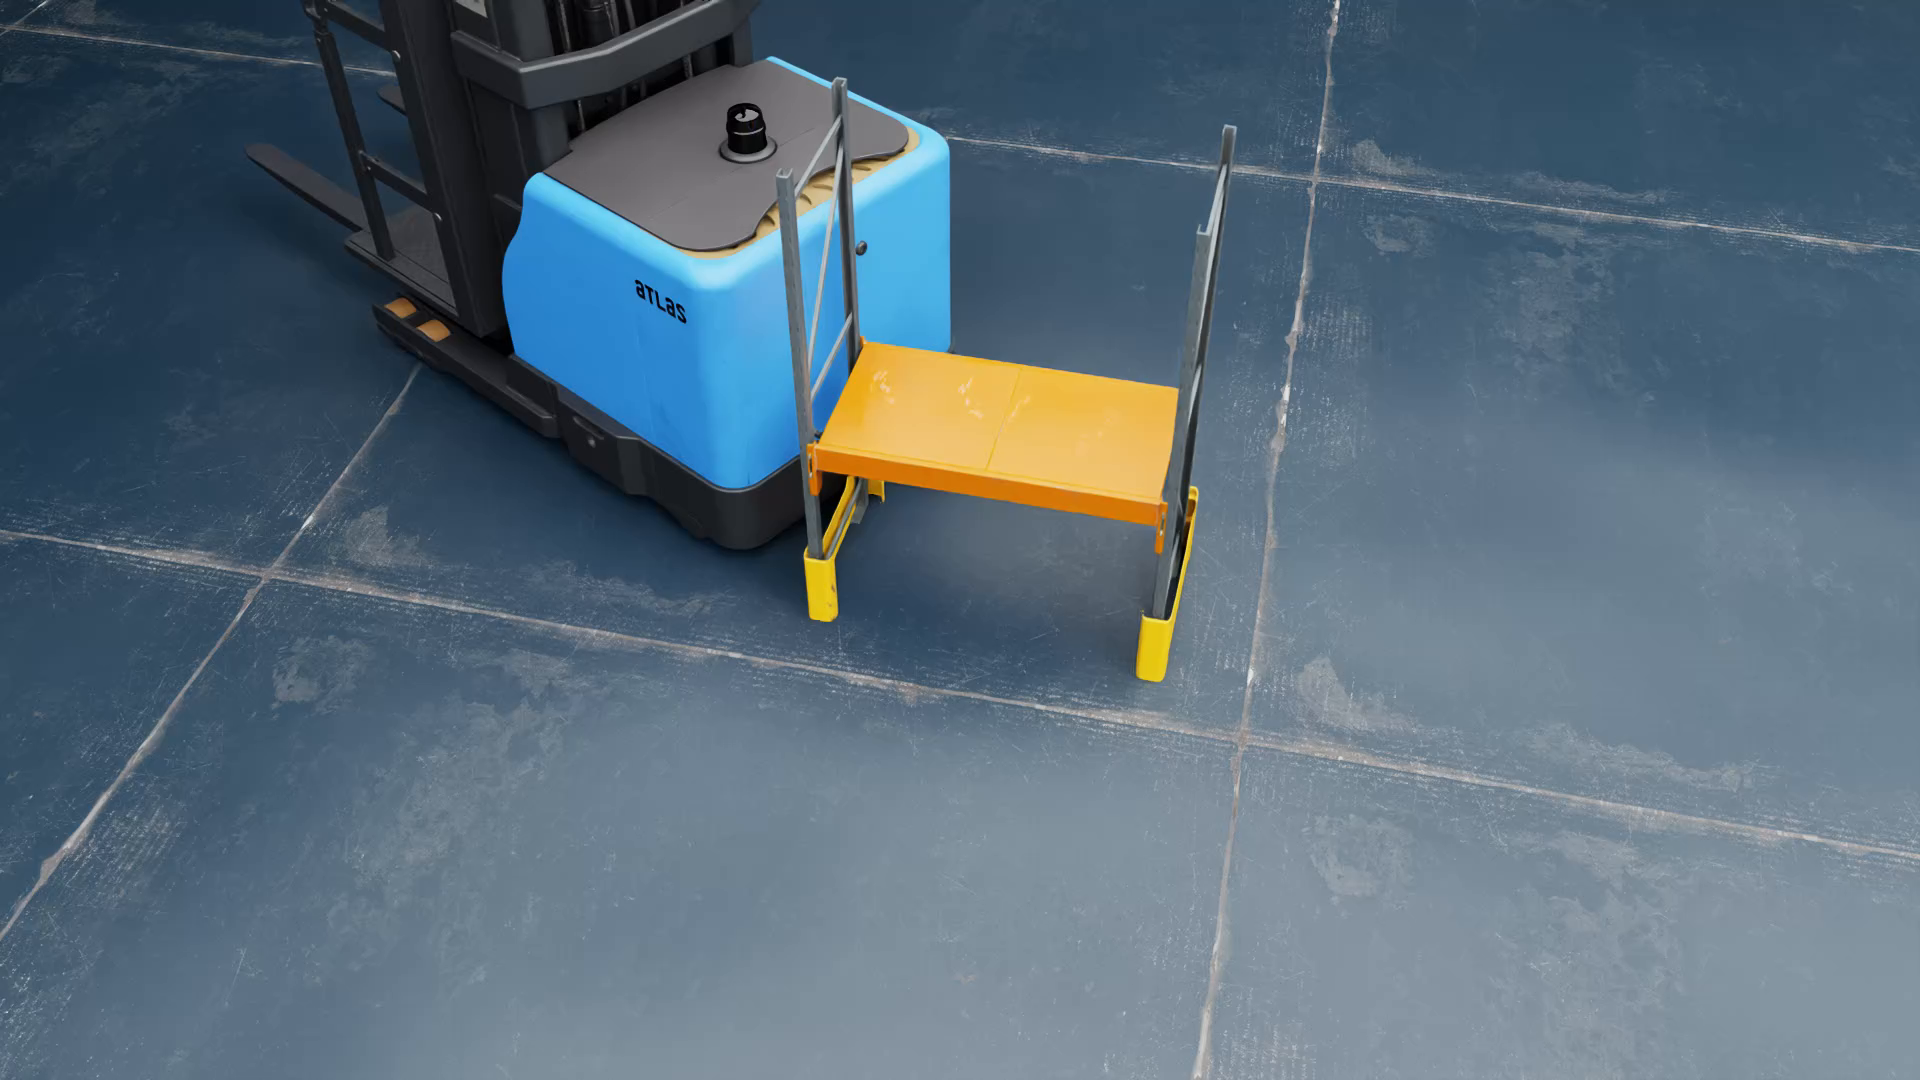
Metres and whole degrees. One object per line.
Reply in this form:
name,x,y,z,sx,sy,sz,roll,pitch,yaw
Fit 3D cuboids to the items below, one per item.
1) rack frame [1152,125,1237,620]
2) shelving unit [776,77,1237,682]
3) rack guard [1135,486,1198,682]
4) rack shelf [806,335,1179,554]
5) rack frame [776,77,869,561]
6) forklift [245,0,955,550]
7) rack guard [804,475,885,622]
rack frame,0.618,-0.329,4.510,0.032,1.500,0.500,10,45,10
shelving unit,0.134,-0.412,4.597,1.083,1.500,0.587,10,45,10
rack guard,0.617,0.121,4.944,0.087,0.250,0.587,10,45,10
rack shelf,0.125,-0.284,4.723,1.000,0.185,0.538,10,45,10
rack frame,-0.369,-0.498,4.686,0.032,1.500,0.500,10,45,10
forklift,-1.454,-1.910,5.121,3.031,2.935,1.130,31,52,28
rack guard,-0.350,-0.044,5.116,0.087,0.250,0.587,10,45,10
